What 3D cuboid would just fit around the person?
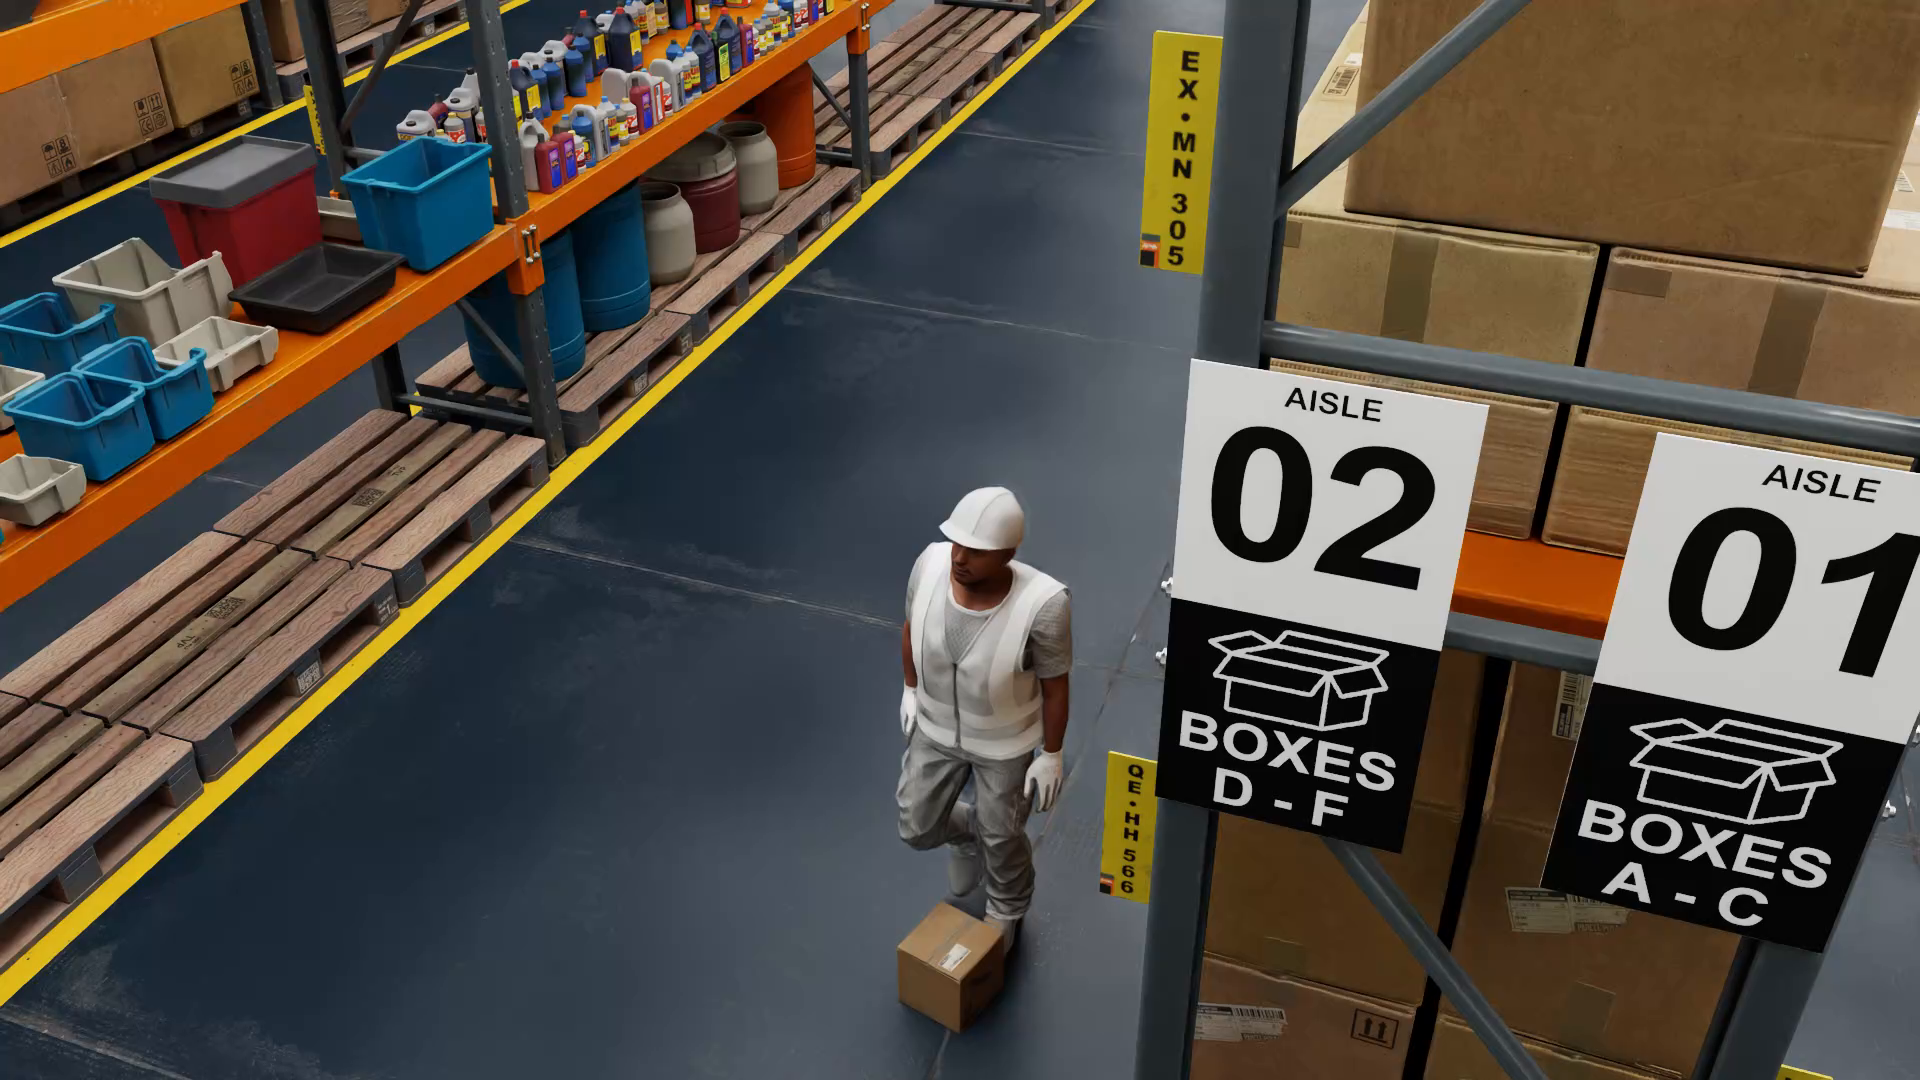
[{"bbox_3d":[0.082,0.563,5.207,0.599,1.769,0.503,16,36,23],"label":"person"}]
